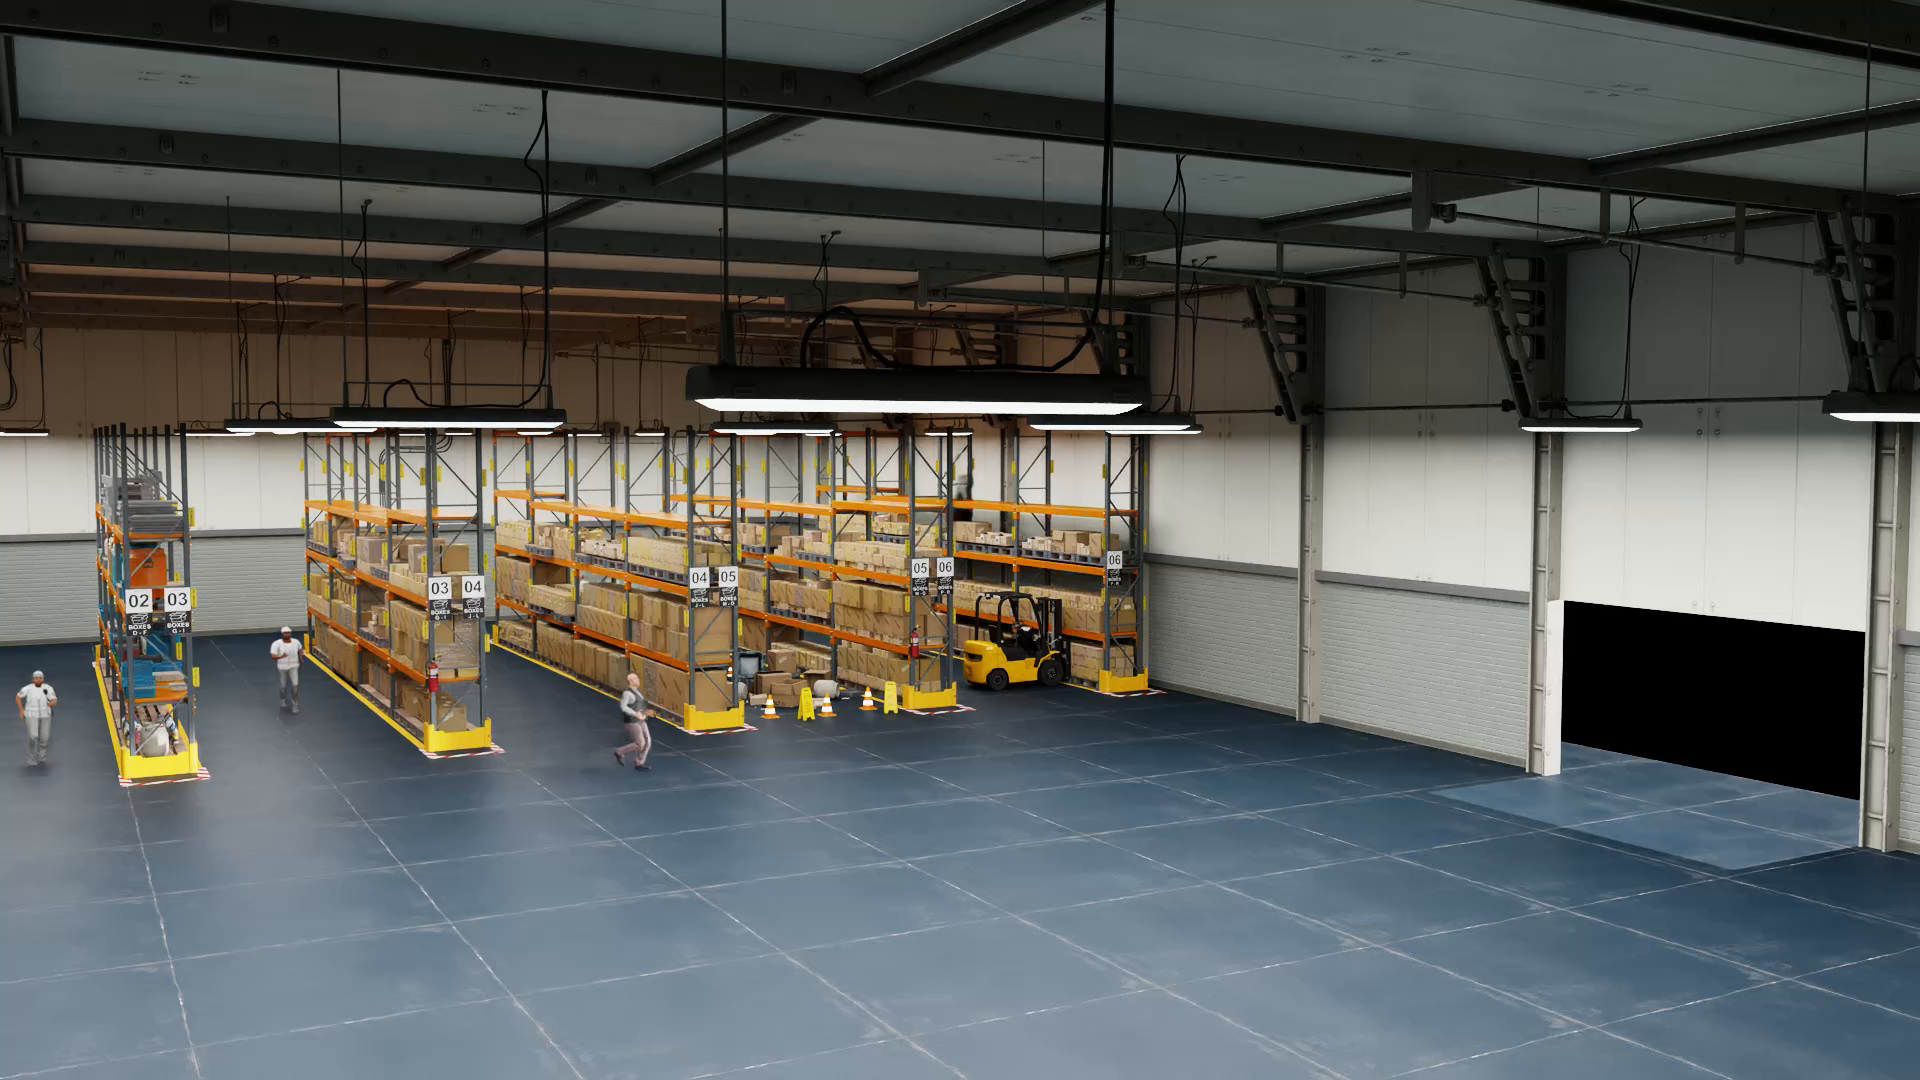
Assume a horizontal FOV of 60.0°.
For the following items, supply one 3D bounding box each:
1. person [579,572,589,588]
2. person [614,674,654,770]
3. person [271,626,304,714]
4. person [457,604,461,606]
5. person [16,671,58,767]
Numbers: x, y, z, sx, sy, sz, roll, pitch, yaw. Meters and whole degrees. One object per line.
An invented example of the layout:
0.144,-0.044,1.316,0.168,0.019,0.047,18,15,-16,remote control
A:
-11.210,1.849,49.374,0.932,1.762,0.725,-1,4,-21,person
-5.645,3.143,28.743,0.620,1.674,0.661,1,4,12,person
-14.132,2.720,34.955,0.674,1.828,0.782,-2,4,-30,person
-14.101,2.138,46.033,0.626,1.635,0.738,0,3,-4,person
-16.166,3.127,29.181,0.594,1.670,0.756,-3,5,-40,person
